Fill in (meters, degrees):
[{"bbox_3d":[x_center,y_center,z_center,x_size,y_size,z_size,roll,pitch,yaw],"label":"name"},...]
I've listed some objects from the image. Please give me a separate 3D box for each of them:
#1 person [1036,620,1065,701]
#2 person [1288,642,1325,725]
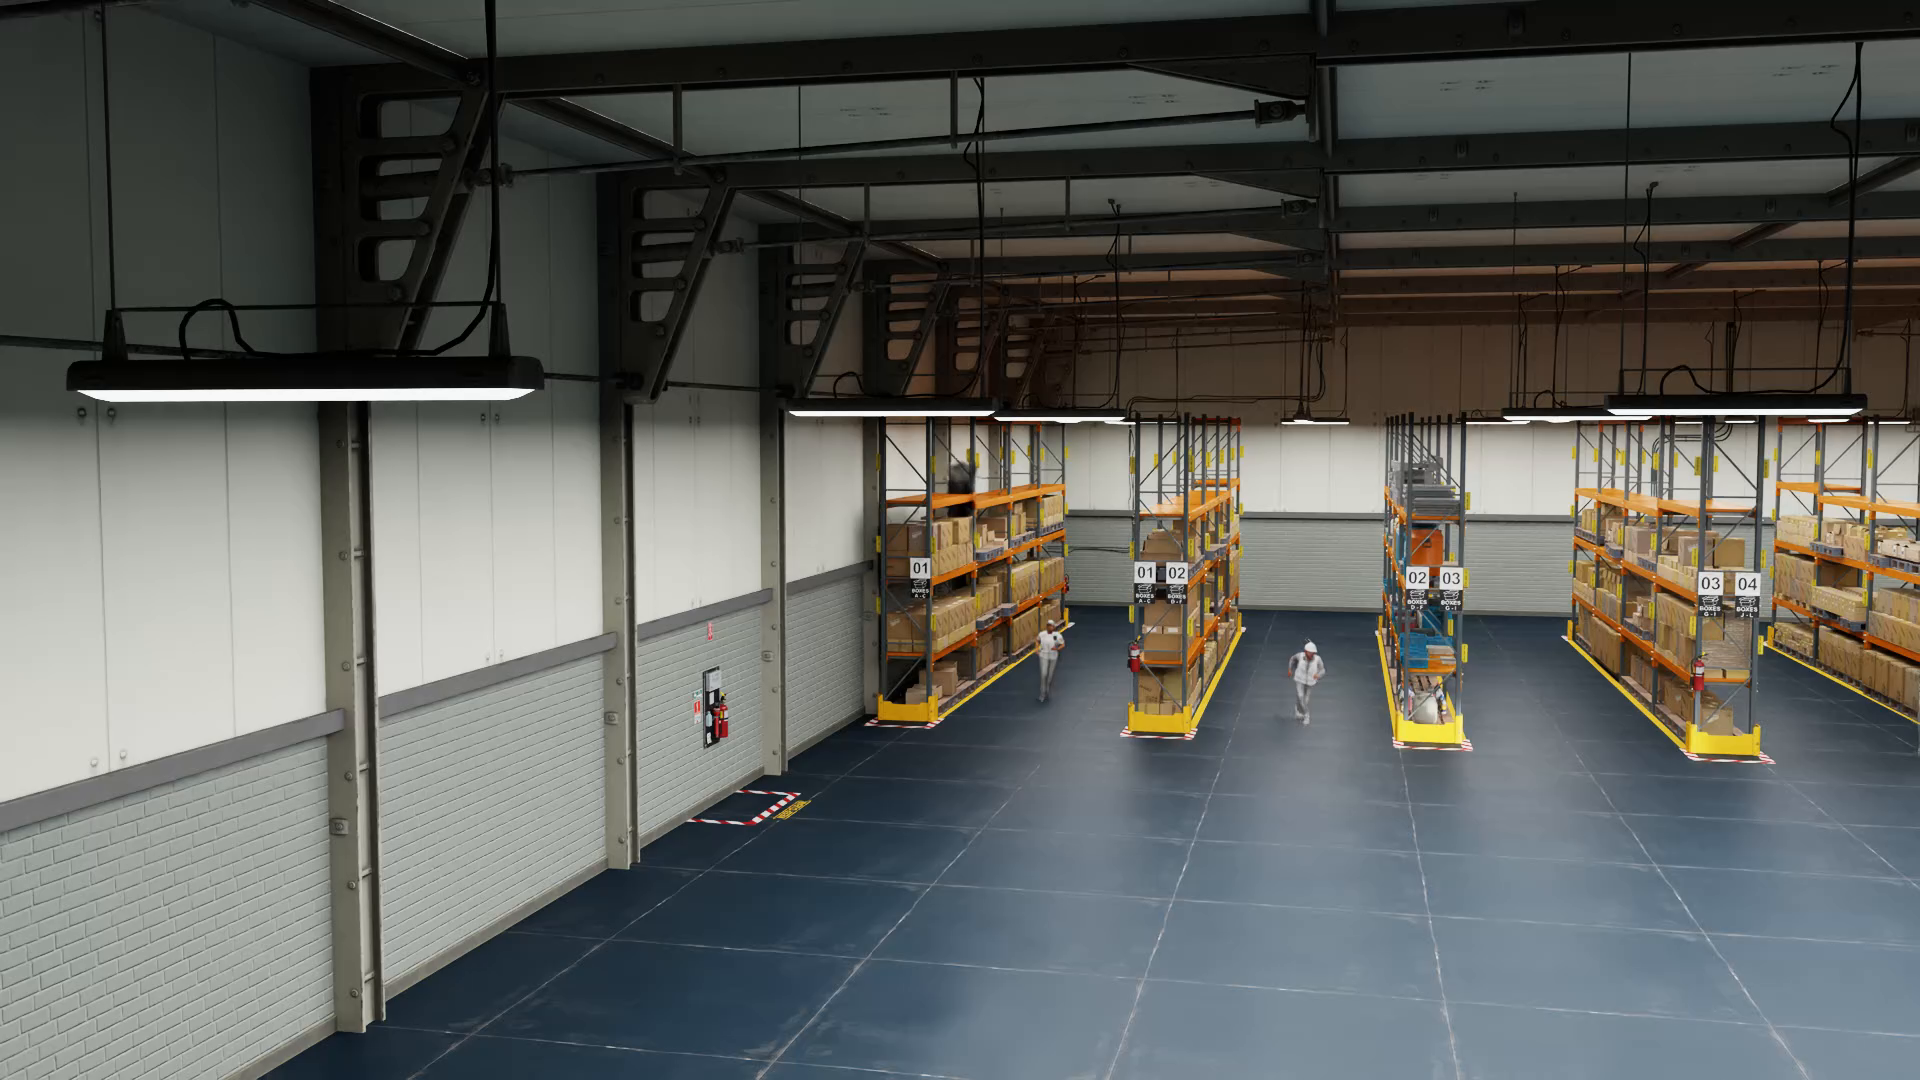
[{"bbox_3d":[1.905,2.535,35.046,0.612,1.729,0.677,0,4,0],"label":"person"},{"bbox_3d":[6.684,2.729,32.129,0.657,1.596,1.101,0,4,2],"label":"person"}]
